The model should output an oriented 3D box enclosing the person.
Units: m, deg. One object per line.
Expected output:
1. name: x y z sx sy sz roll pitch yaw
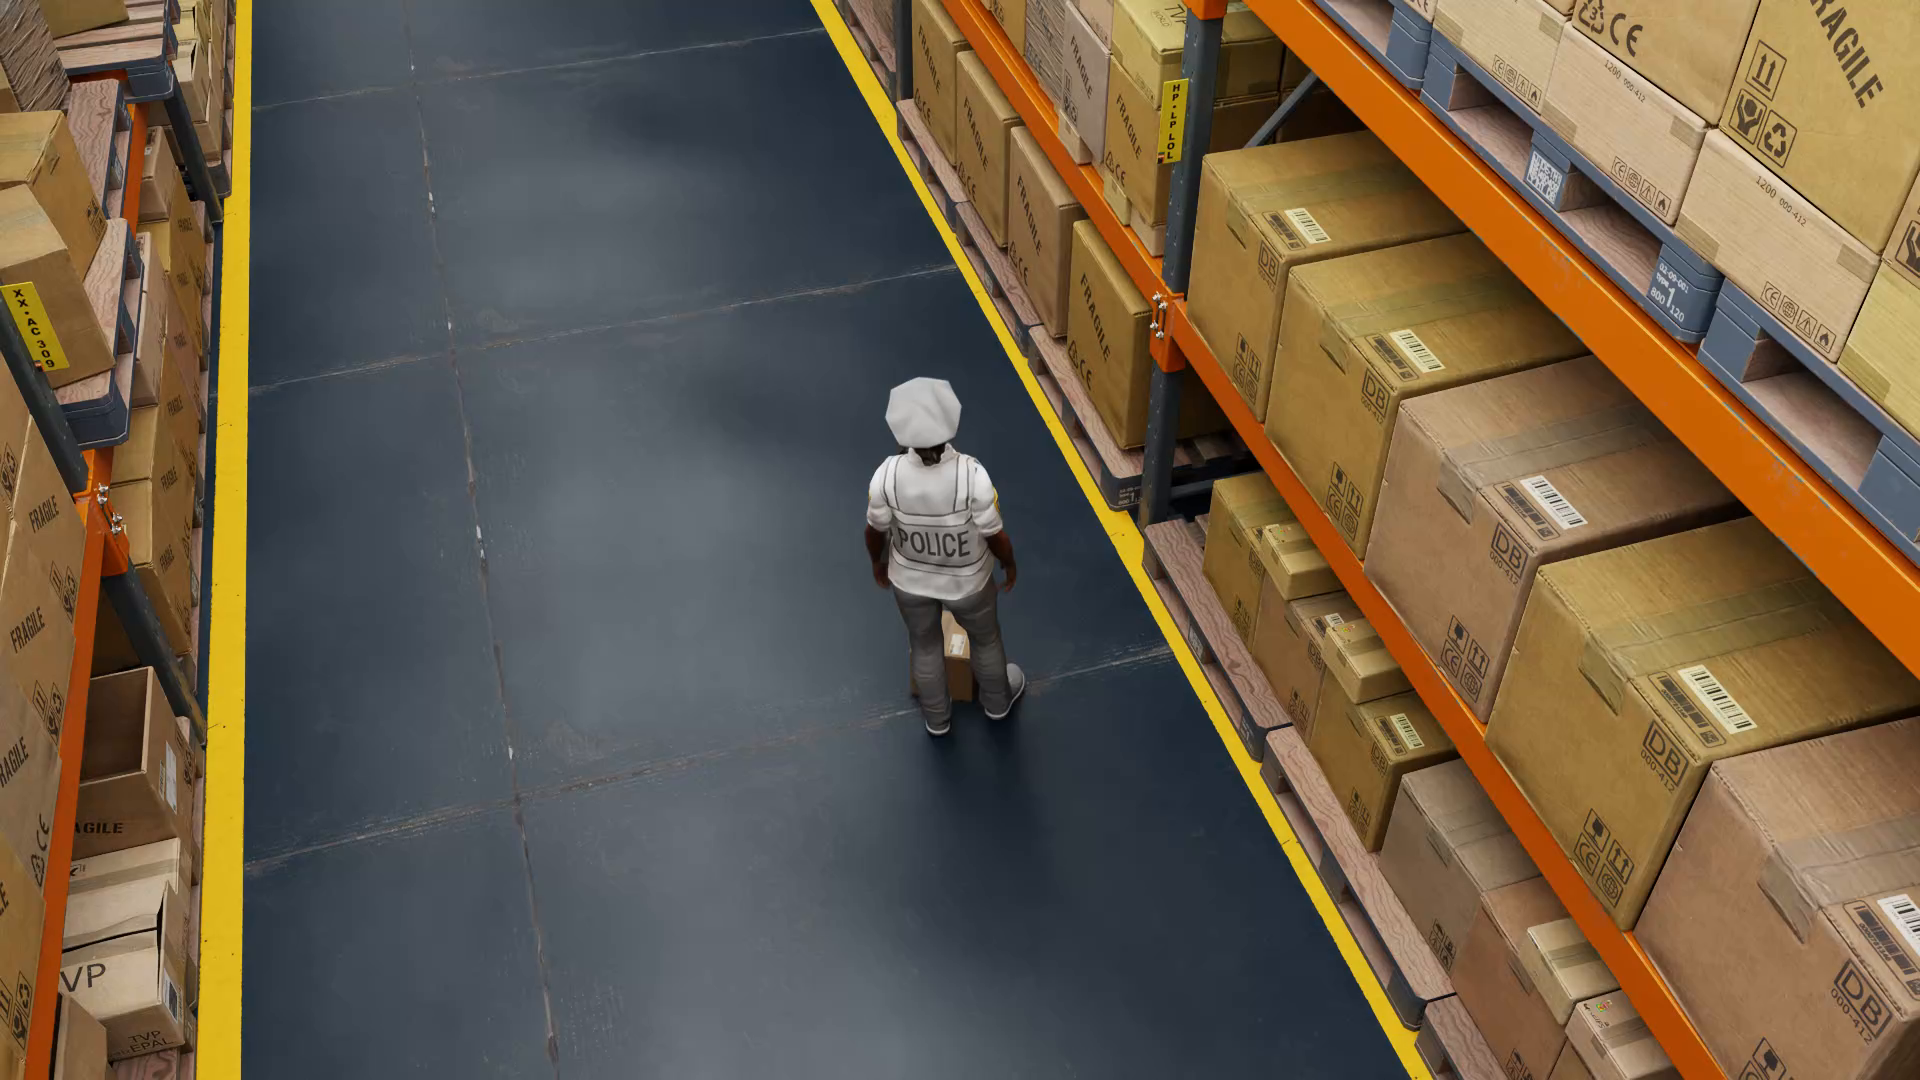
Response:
1. person: -0.045 0.064 6.053 0.569 1.695 0.530 5 43 6
